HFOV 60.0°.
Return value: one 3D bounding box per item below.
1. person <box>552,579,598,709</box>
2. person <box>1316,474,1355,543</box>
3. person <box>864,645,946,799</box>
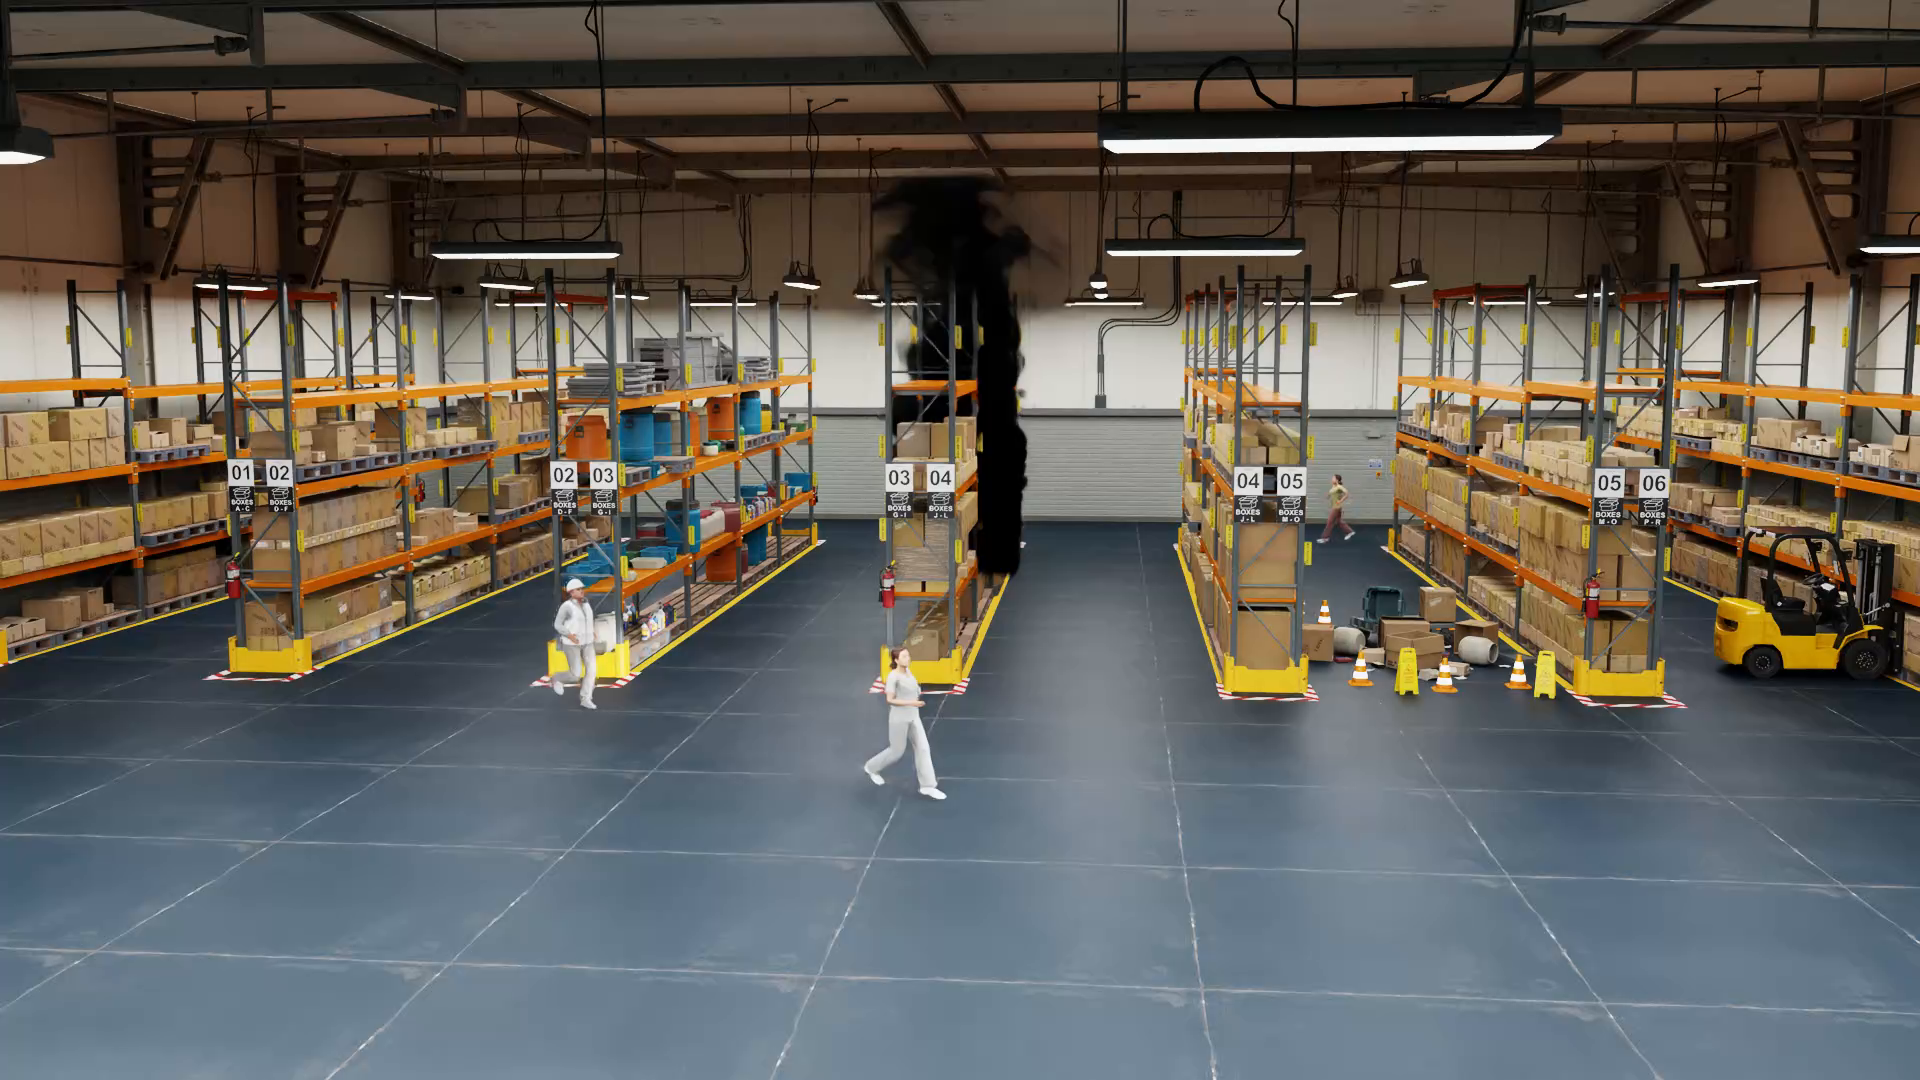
[{"bbox_3d":[-5.227,1.403,22.691,0.812,1.756,0.680,5,9,38],"label":"person"},{"bbox_3d":[9.179,-0.765,40.532,0.955,1.677,0.584,0,7,0],"label":"person"},{"bbox_3d":[-0.602,1.969,18.182,1.013,1.645,0.580,5,8,34],"label":"person"}]
